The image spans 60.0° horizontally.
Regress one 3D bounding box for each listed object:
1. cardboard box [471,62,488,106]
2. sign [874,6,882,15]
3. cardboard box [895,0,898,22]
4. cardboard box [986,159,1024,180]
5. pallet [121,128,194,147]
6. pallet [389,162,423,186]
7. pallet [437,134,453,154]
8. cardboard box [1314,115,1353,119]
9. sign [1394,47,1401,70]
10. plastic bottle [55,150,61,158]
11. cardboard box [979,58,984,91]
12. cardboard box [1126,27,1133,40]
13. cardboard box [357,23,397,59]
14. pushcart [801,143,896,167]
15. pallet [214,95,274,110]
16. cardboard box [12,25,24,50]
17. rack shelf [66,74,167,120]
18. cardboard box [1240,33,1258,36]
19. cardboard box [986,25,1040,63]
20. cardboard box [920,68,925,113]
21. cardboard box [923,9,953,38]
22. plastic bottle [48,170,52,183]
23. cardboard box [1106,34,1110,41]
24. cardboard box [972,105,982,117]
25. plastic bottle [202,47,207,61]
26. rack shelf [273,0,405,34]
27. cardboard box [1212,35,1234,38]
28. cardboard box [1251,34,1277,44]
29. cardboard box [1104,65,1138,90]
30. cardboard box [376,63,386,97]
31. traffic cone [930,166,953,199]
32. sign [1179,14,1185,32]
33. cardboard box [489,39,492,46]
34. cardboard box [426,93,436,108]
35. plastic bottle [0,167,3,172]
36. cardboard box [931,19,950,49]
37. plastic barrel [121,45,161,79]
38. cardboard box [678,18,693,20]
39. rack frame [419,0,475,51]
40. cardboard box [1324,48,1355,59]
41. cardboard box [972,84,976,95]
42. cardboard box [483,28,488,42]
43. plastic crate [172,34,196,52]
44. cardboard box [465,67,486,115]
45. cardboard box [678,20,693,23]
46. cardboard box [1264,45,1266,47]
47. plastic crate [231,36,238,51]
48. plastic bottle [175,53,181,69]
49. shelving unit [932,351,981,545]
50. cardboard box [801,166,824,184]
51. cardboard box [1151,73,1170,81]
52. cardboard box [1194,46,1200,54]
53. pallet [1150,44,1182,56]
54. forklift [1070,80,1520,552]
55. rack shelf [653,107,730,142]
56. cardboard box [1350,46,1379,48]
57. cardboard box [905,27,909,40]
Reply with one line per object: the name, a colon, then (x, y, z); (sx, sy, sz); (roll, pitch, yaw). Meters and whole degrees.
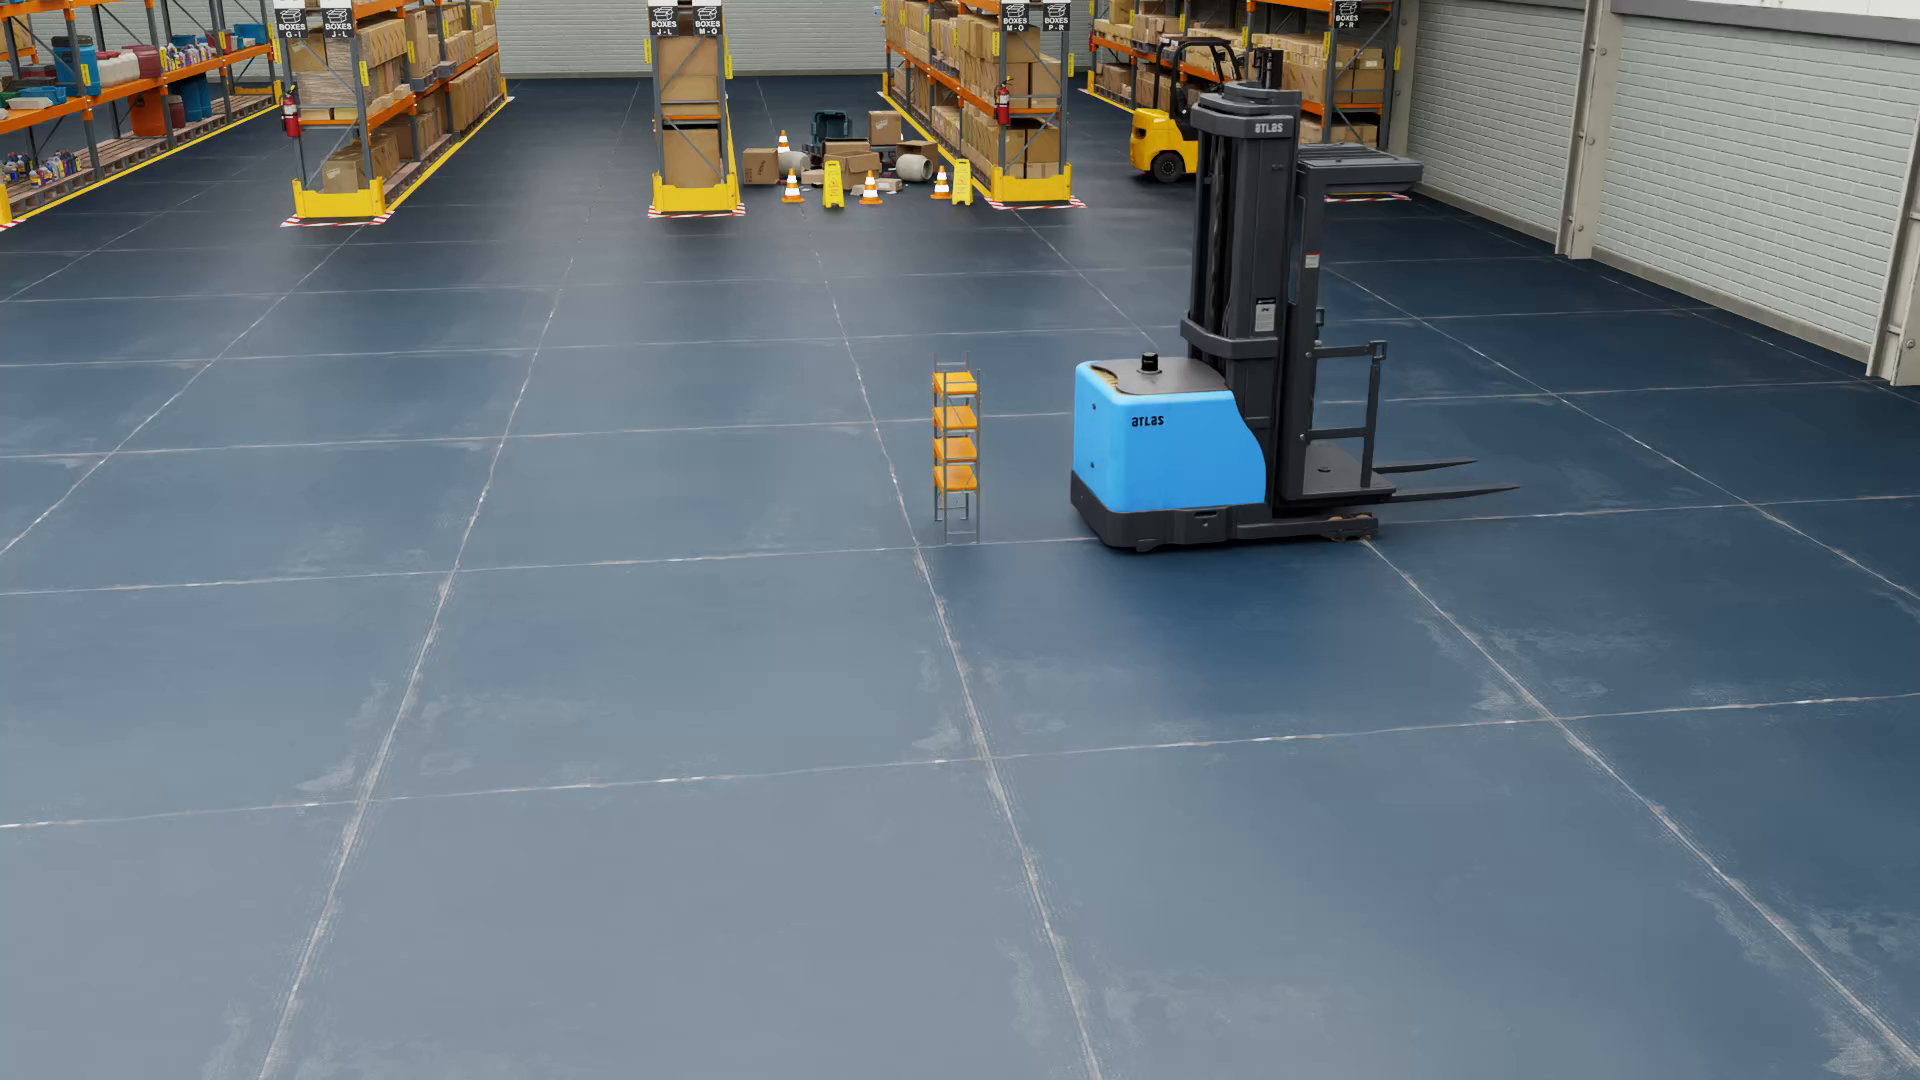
cardboard box: (-10.483, -9.570, 34.989); (0.875, 0.875, 0.875); (-3, 21, -8)
sign: (-2.130, -14.117, 44.341); (0.327, 0.218, 0.001); (-3, 21, -8)
cardboard box: (-1.150, -11.653, 36.556); (0.500, 0.500, 0.500); (-3, 21, -7)
cardboard box: (0.683, -5.665, 25.425); (0.500, 0.250, 0.500); (-3, 21, -8)
pallet: (-14.947, -7.466, 30.904); (1.003, 0.211, 1.213); (-3, 21, -8)
pallet: (-9.182, -5.829, 26.522); (1.003, 0.211, 1.213); (-3, 21, -8)
pallet: (-9.780, -7.174, 30.123); (1.003, 0.211, 1.213); (-3, 21, -8)
cardboard box: (5.961, -6.632, 26.588); (0.500, 0.250, 0.500); (-3, 21, -8)
sign: (6.530, -7.202, 24.860); (0.100, 0.325, 0.005); (-3, 21, -8)
plastic bottle: (-13.980, -5.866, 25.792); (0.144, 0.351, 0.185); (-3, 21, -8)
cardboard box: (0.582, -7.189, 25.608); (0.500, 0.500, 0.500); (-3, 21, -8)
cardboard box: (3.936, -11.121, 36.493); (0.500, 0.250, 0.500); (-2, 21, -6)
cardboard box: (-8.832, -7.533, 25.101); (0.500, 0.500, 0.500); (-3, 21, -8)
pushcart: (-1.757, -6.506, 28.095); (1.648, 0.377, 0.936); (-11, 23, -26)
pallet: (-15.865, -9.678, 36.825); (1.003, 0.211, 1.213); (-3, 21, -8)
cardboard box: (-20.435, -10.749, 35.566); (0.500, 0.500, 0.500); (-3, 21, -7)
rack shelf: (-14.504, -7.472, 27.963); (1.077, 0.370, 4.000); (-3, 21, -8)
cardboard box: (5.315, -9.221, 30.546); (0.380, 0.149, 0.250); (-2, 21, -6)
cardboard box: (0.779, -7.302, 24.482); (0.700, 0.500, 0.500); (-3, 21, -9)
cardboard box: (-0.354, -9.314, 34.304); (0.875, 0.875, 0.875); (-2, 21, -6)
cardboard box: (-0.418, -9.932, 31.950); (0.500, 0.500, 0.500); (-3, 21, -9)
plastic bottle: (-13.670, -5.458, 24.913); (0.097, 0.201, 0.097); (0, 20, 0)
cardboard box: (3.586, -11.579, 38.289); (0.380, 0.149, 0.250); (-4, 21, -9)
cardboard box: (0.386, -6.895, 26.720); (0.380, 0.149, 0.250); (-2, 21, -5)
plastic bottle: (-14.939, -9.582, 32.761); (0.152, 0.276, 0.135); (-3, 21, -8)
rack shelf: (-9.026, -7.742, 24.399); (1.077, 0.370, 4.000); (-3, 21, -8)
cardboard box: (4.806, -9.104, 30.236); (0.380, 0.149, 0.250); (-3, 21, -9)
cardboard box: (5.156, -8.483, 28.145); (0.380, 0.149, 0.250); (-2, 21, -7)
cardboard box: (3.753, -10.784, 38.775); (0.700, 0.500, 0.500); (-2, 21, -6)
cardboard box: (-9.070, -6.876, 24.770); (0.875, 0.500, 0.500); (-3, 21, -8)
traffic cone: (-0.270, -5.377, 24.951); (0.336, 0.463, 0.334); (-3, 21, -8)
sign: (4.291, -9.977, 32.101); (0.100, 0.325, 0.005); (-3, 21, -8)
cardboard box: (-10.518, -10.943, 36.588); (0.380, 0.149, 0.250); (-3, 21, -9)
cardboard box: (-9.764, -7.907, 29.972); (0.500, 0.250, 0.500); (-2, 21, -6)
plastic bottle: (-14.394, -5.504, 24.824); (0.144, 0.351, 0.185); (-2, 21, -6)
cardboard box: (-0.248, -9.467, 31.107); (0.500, 0.500, 0.500); (-4, 21, -9)
plastic barrel: (-14.425, -8.420, 29.278); (0.600, 0.536, 0.708); (-3, 21, -8)
cardboard box: (-4.689, -8.796, 28.909); (0.700, 0.500, 0.500); (-3, 21, -8)
rack frame: (-10.467, -10.136, 34.068); (1.000, 3.000, 0.127); (-3, 21, -8)
cardboard box: (5.720, -7.336, 25.077); (0.380, 0.149, 0.250); (-3, 21, -8)
cardboard box: (0.395, -7.180, 26.512); (0.380, 0.149, 0.250); (-3, 21, -7)
cardboard box: (-10.486, -10.904, 35.913); (0.500, 0.250, 0.500); (-3, 21, -8)
plastic crate: (-15.773, -10.052, 33.778); (0.392, 0.384, 0.575); (-3, 21, -8)
cardboard box: (-10.355, -9.117, 33.776); (1.225, 0.875, 0.875); (-3, 21, -8)
cardboard box: (-4.372, -8.028, 26.666); (0.875, 0.550, 0.550); (-3, 21, -8)
cardboard box: (5.293, -8.167, 27.724); (0.380, 0.149, 0.250); (-3, 21, -8)
plastic crate: (-15.406, -10.397, 34.850); (0.437, 0.282, 0.530); (-3, 21, -8)
plastic bottle: (-14.657, -8.969, 31.126); (0.097, 0.271, 0.097); (0, 20, 0)
shelving unit: (-0.024, -0.619, 11.160); (0.258, 1.200, 0.503); (-3, 21, -8)
cardboard box: (-2.321, -5.799, 26.362); (0.396, 0.266, 0.258); (1, 20, 2)
cardboard box: (4.257, -9.805, 35.227); (0.380, 0.149, 0.250); (-3, 21, -9)
cardboard box: (4.720, -9.327, 31.402); (0.500, 0.250, 0.500); (-2, 21, -6)
pallet: (4.542, -10.086, 34.208); (1.003, 0.211, 1.213); (-3, 21, -8)
forklift: (2.350, -1.539, 11.147); (3.031, 2.935, 1.130); (-4, 21, -11)
rack shelf: (-4.103, -6.552, 25.500); (1.077, 0.370, 4.000); (-3, 21, -8)
cardboard box: (6.167, -7.445, 25.368); (0.380, 0.149, 0.250); (-2, 21, -6)
cardboard box: (-0.876, -10.633, 34.899); (0.500, 0.250, 0.500); (-4, 21, -9)
